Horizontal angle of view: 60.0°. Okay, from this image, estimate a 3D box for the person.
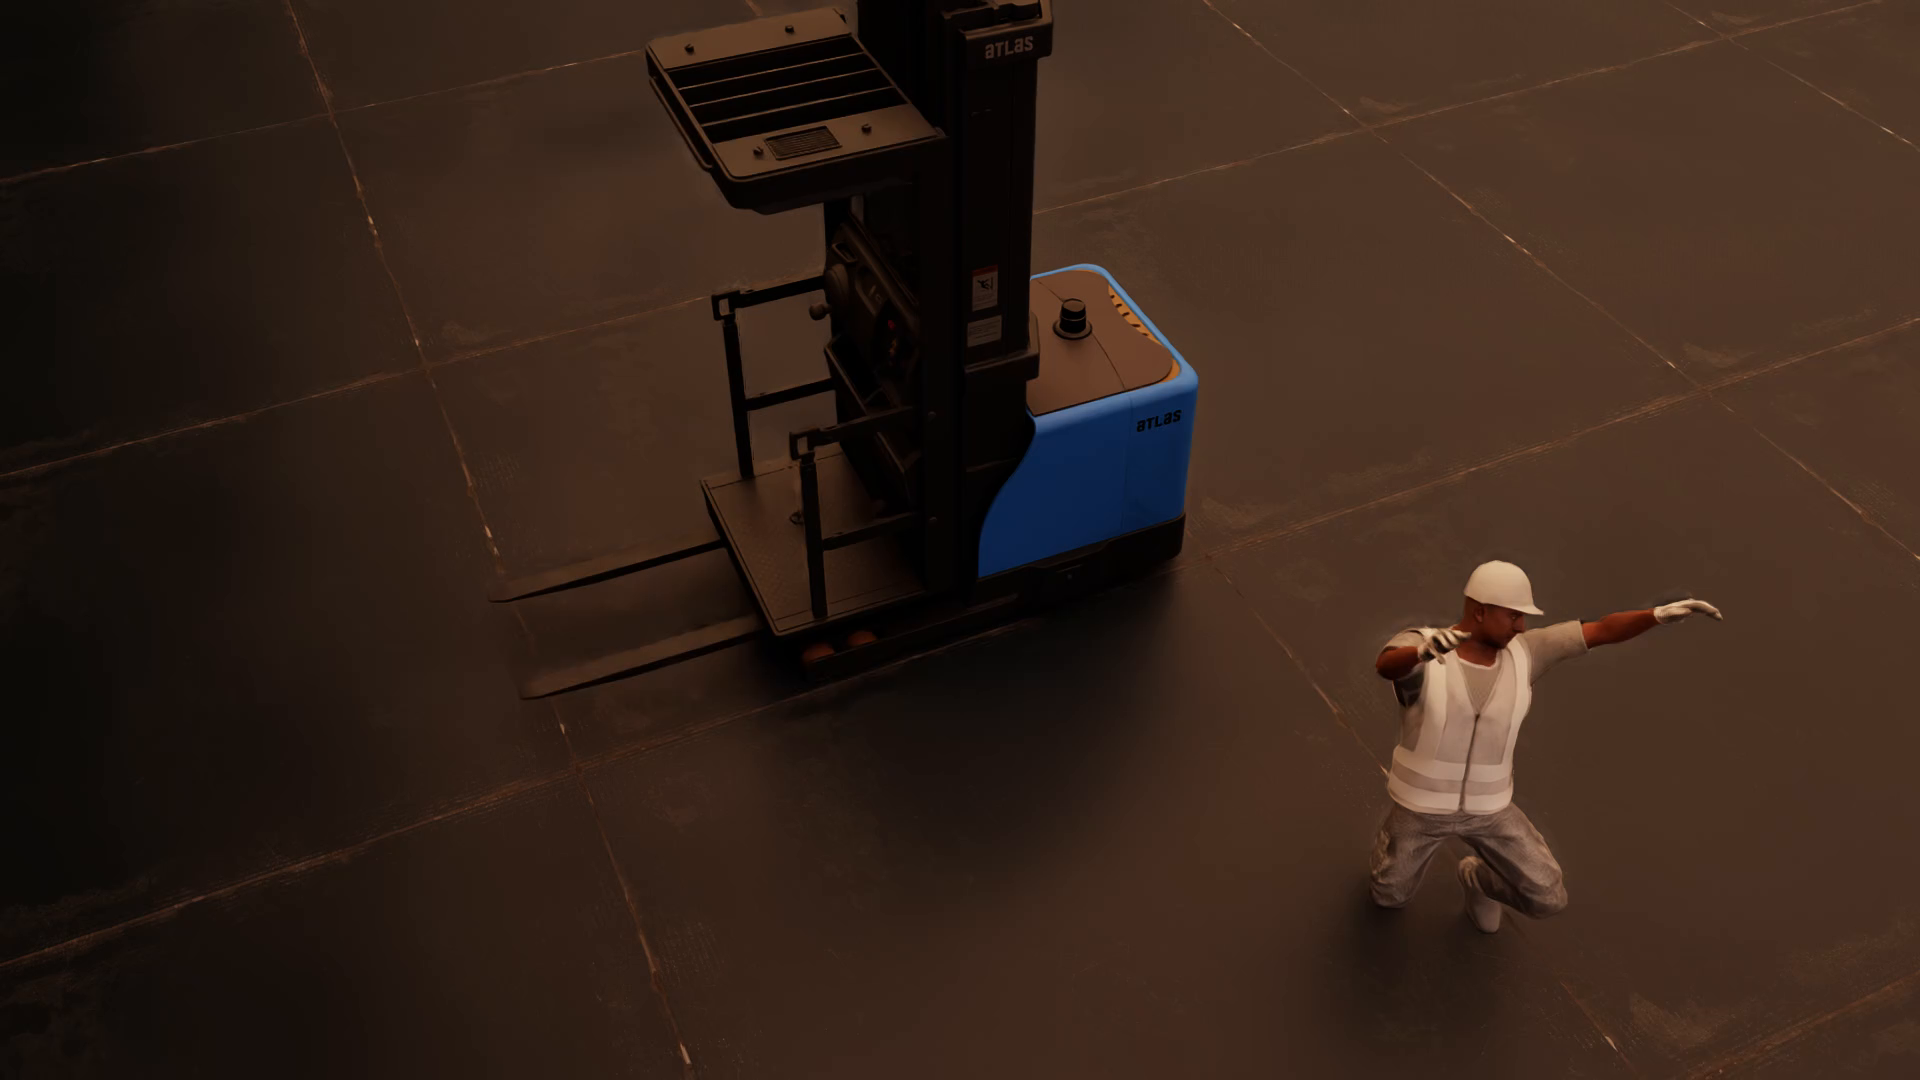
[{"bbox_3d":[1.906,0.770,5.788,1.077,1.687,0.795,1,43,1],"label":"person"}]

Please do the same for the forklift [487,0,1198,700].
[{"bbox_3d":[-0.540,-0.876,6.619,3.031,2.935,1.130,-16,45,-17],"label":"forklift"}]
